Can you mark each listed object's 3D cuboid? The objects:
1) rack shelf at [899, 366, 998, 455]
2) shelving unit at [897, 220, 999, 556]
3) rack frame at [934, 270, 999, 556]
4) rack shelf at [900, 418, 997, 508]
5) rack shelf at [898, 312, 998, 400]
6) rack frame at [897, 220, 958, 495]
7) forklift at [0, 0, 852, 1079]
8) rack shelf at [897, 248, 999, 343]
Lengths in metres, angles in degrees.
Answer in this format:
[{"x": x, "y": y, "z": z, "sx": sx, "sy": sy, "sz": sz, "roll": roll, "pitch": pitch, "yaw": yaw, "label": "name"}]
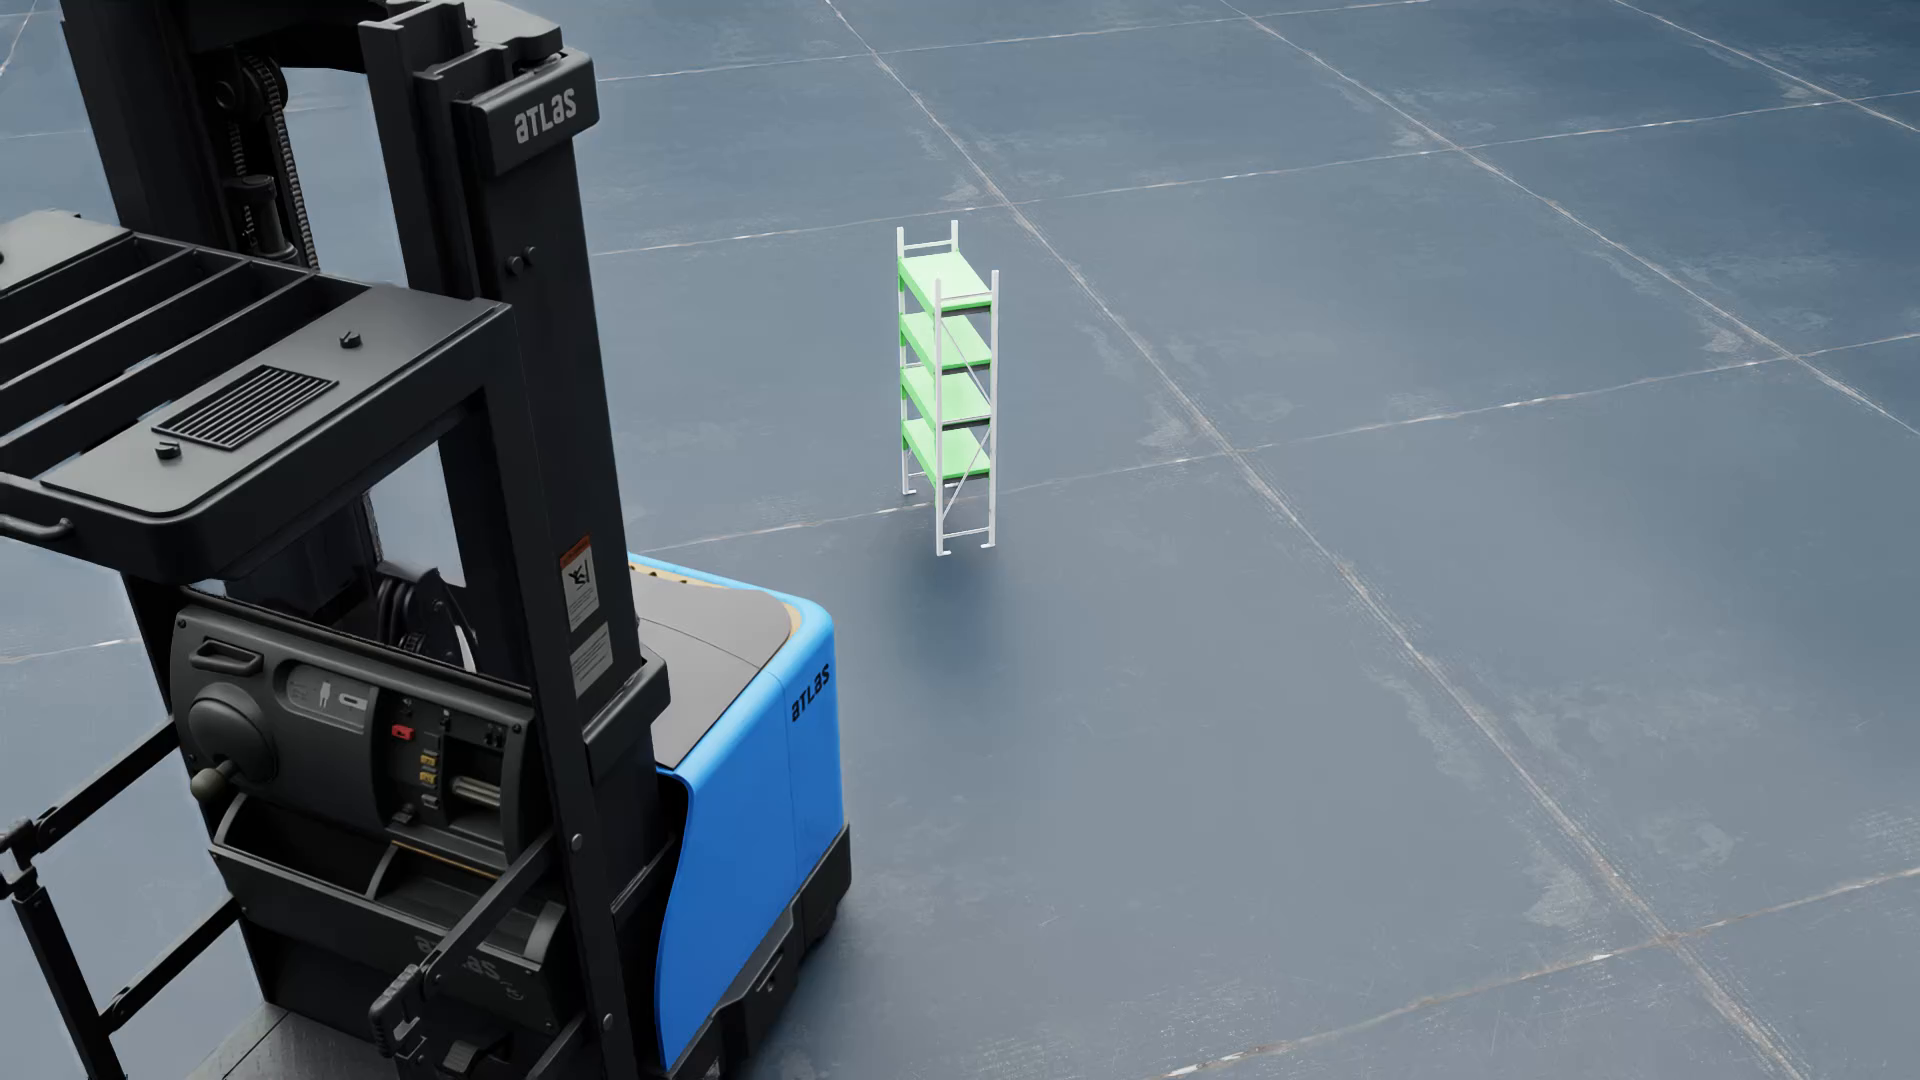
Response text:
[{"x": -0.050, "y": -0.534, "z": 6.586, "sx": 0.258, "sy": 0.148, "sz": 0.480, "roll": -10, "pitch": 35, "yaw": -15, "label": "rack shelf"}, {"x": -0.050, "y": -0.587, "z": 6.551, "sx": 0.258, "sy": 1.200, "sz": 0.503, "roll": -10, "pitch": 35, "yaw": -15, "label": "shelving unit"}, {"x": 0.024, "y": -0.459, "z": 6.357, "sx": 0.240, "sy": 1.200, "sz": 0.015, "roll": -10, "pitch": 35, "yaw": -15, "label": "rack frame"}, {"x": -0.050, "y": -0.334, "z": 6.718, "sx": 0.258, "sy": 0.148, "sz": 0.480, "roll": -10, "pitch": 35, "yaw": -15, "label": "rack shelf"}, {"x": -0.050, "y": -0.734, "z": 6.454, "sx": 0.258, "sy": 0.148, "sz": 0.480, "roll": -10, "pitch": 35, "yaw": -15, "label": "rack shelf"}, {"x": -0.125, "y": -0.716, "z": 6.745, "sx": 0.240, "sy": 1.200, "sz": 0.015, "roll": -10, "pitch": 35, "yaw": -15, "label": "rack frame"}, {"x": -1.384, "y": 0.488, "z": 3.353, "sx": 1.130, "sy": 2.935, "sz": 3.031, "roll": 14, "pitch": 36, "yaw": 20, "label": "forklift"}, {"x": -0.050, "y": -0.935, "z": 6.321, "sx": 0.258, "sy": 0.148, "sz": 0.480, "roll": -10, "pitch": 35, "yaw": -15, "label": "rack shelf"}]
